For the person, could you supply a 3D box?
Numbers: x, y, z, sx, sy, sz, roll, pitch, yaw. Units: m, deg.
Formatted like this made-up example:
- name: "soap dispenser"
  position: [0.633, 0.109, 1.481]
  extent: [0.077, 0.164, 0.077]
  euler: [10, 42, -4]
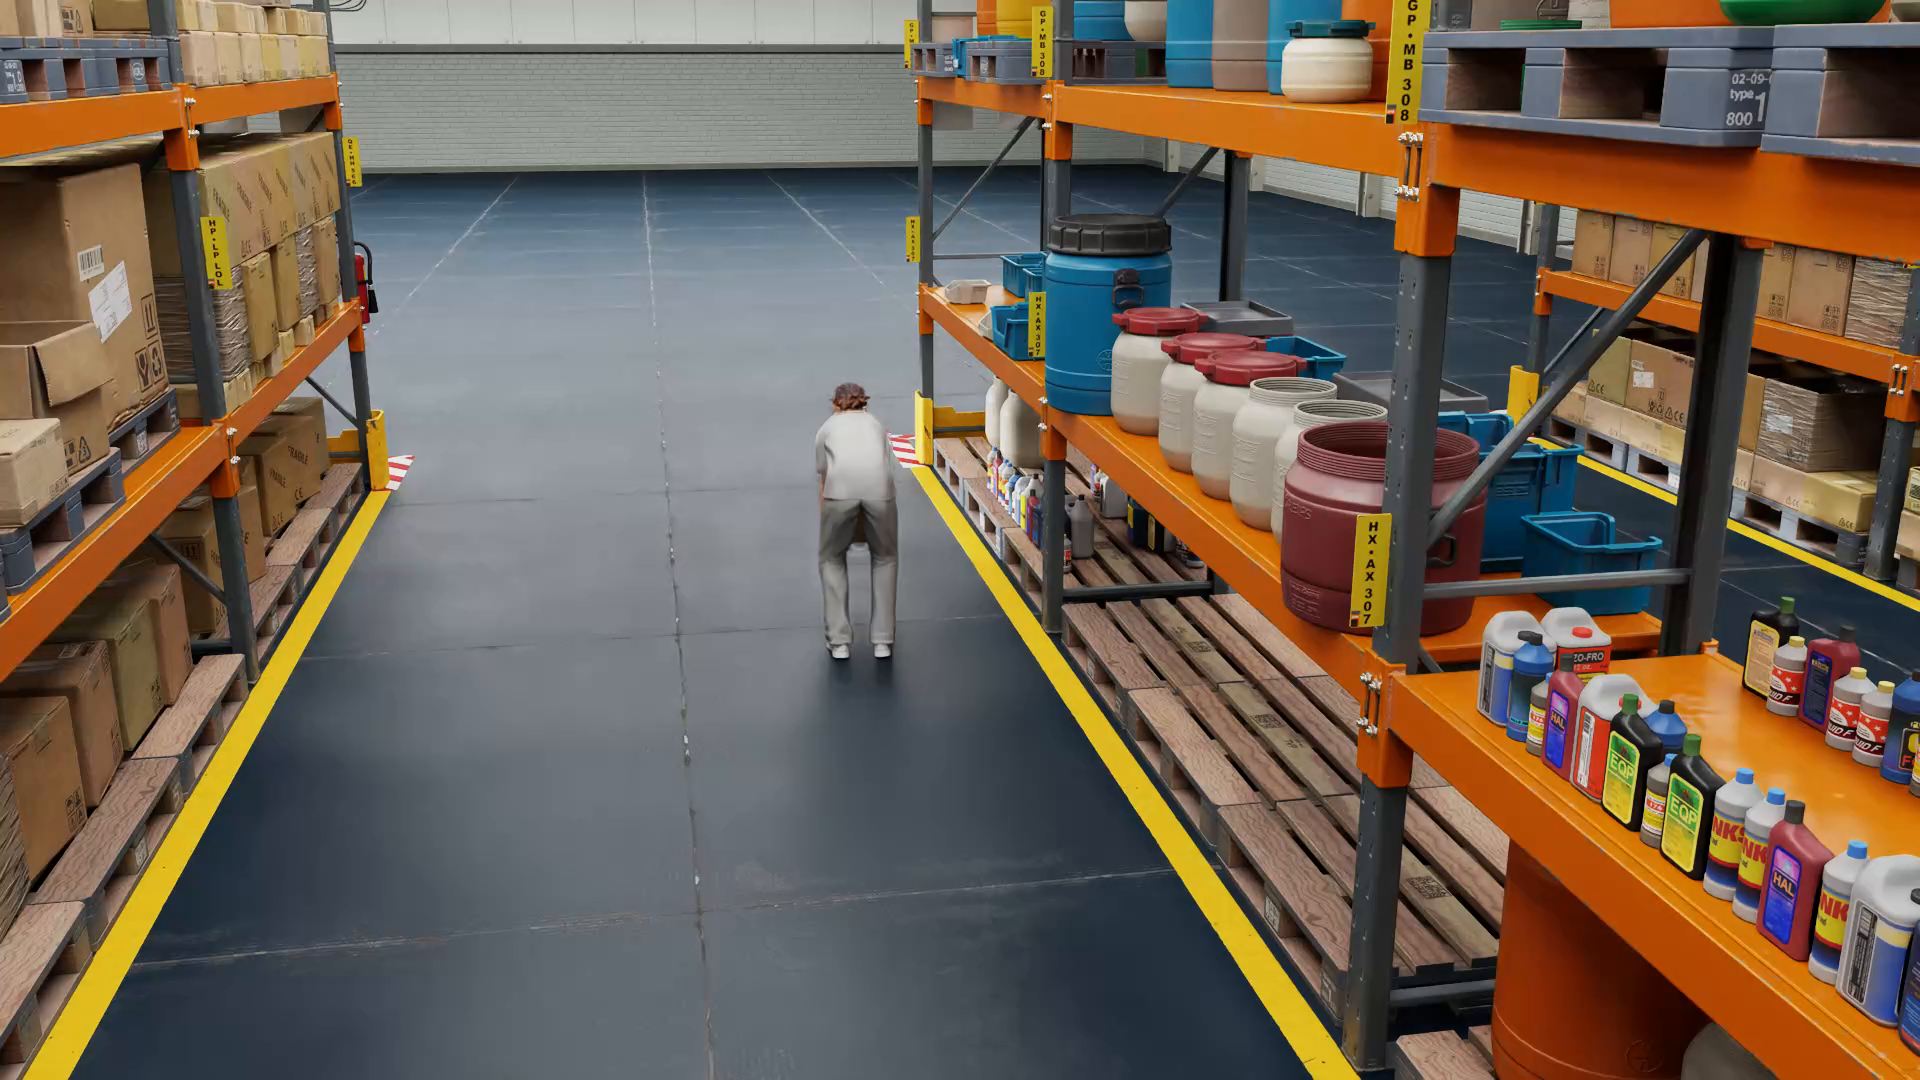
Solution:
- name: "person"
  position: [-0.536, -0.113, 8.572]
  extent: [0.409, 1.312, 0.812]
  euler: [-2, 17, -7]
